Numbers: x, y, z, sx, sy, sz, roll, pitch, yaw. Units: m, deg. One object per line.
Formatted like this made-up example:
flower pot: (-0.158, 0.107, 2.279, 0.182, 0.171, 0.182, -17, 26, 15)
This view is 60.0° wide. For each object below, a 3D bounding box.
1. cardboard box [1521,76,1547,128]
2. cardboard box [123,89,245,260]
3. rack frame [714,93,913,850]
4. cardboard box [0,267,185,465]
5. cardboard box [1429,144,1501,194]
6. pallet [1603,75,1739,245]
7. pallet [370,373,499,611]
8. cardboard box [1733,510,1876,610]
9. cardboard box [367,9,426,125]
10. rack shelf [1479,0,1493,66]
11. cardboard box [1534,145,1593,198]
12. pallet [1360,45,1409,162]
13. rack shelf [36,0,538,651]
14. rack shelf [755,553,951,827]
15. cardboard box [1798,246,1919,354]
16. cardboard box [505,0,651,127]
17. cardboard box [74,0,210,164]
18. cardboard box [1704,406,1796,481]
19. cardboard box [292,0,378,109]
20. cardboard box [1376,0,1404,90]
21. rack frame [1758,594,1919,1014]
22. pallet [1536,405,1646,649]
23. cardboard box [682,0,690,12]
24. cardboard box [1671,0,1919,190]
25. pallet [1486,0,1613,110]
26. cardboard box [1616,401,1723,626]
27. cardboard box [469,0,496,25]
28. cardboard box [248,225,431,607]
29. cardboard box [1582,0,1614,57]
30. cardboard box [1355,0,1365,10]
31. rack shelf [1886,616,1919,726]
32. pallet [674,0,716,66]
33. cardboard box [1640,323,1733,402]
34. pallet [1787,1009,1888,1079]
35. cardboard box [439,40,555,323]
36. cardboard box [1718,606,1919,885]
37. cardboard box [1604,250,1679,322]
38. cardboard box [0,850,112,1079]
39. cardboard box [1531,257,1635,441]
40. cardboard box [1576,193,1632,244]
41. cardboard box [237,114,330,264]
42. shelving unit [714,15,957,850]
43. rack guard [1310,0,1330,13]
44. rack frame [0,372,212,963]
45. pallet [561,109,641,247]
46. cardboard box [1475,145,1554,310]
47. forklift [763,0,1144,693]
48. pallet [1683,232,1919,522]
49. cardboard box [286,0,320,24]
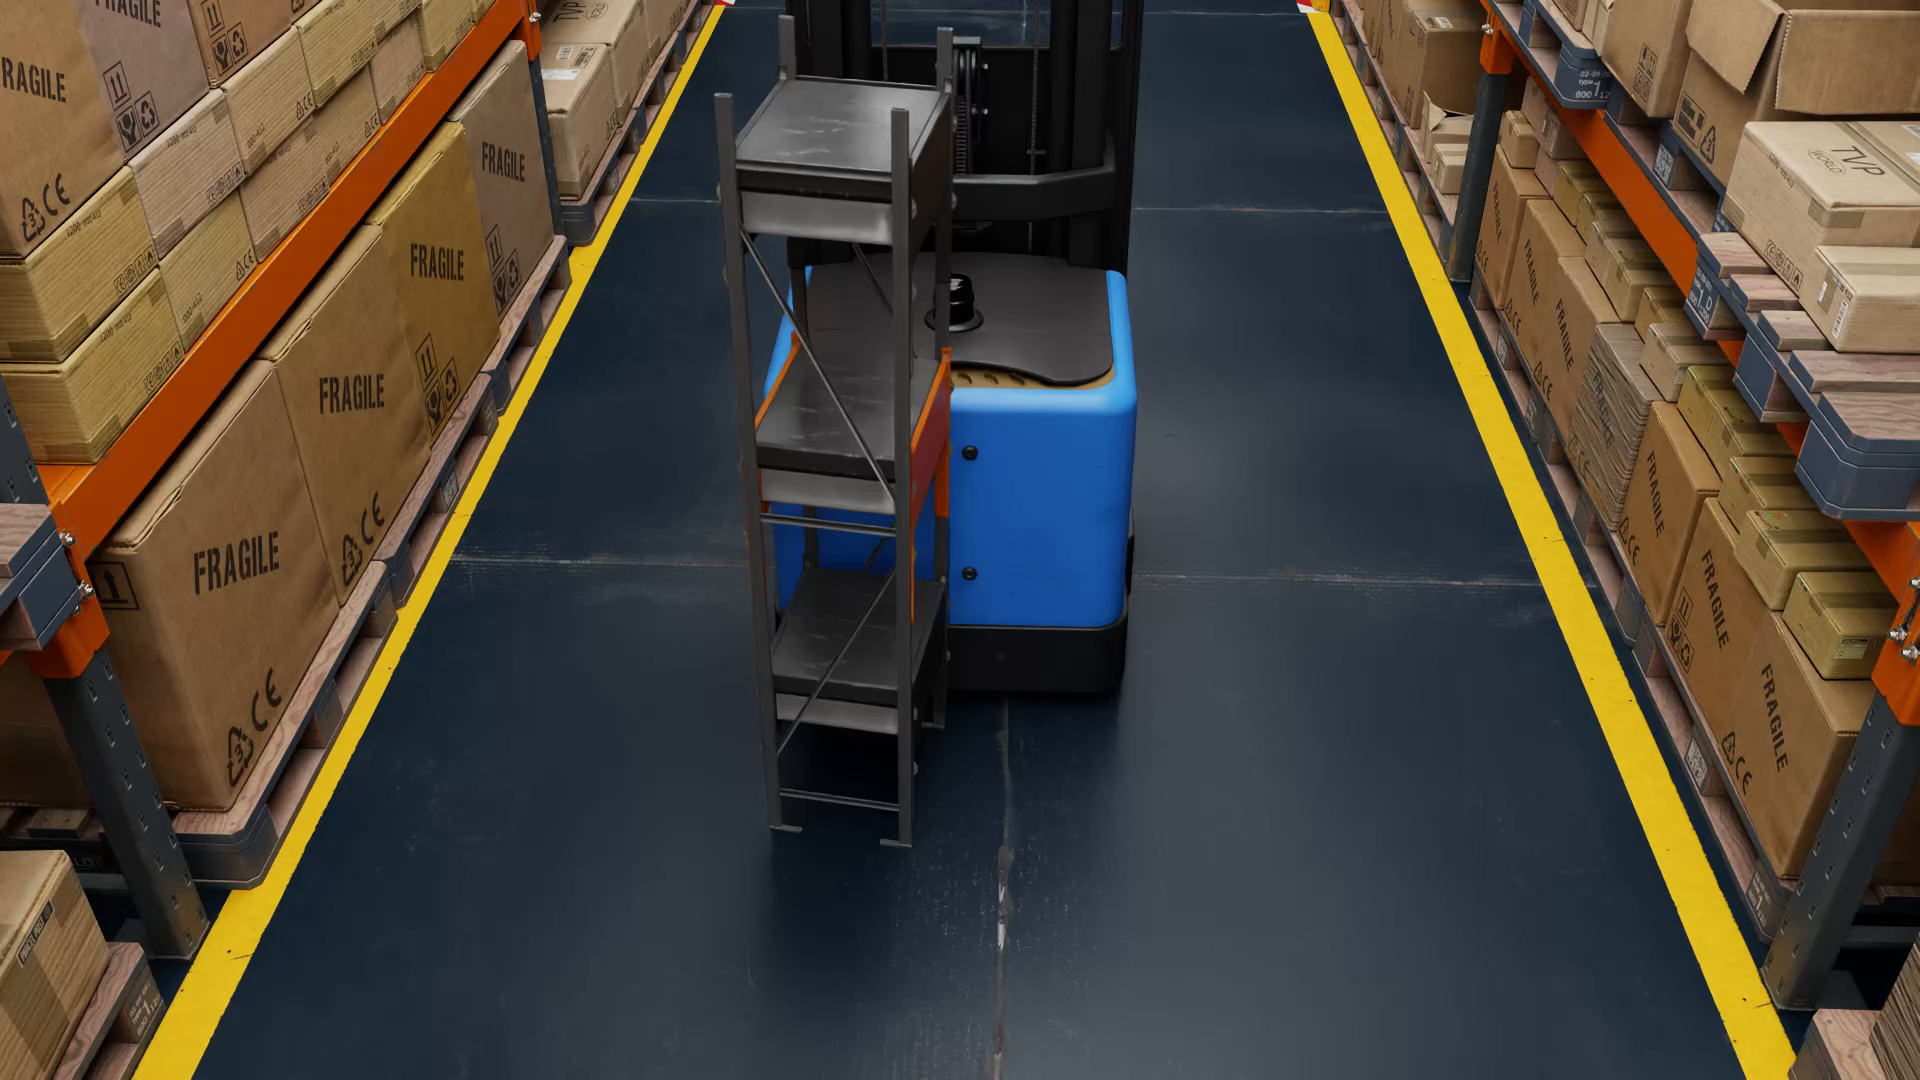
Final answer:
cardboard box: (2.453, -1.721, 6.576, 0.380, 0.149, 0.250, 1, 35, 1)
cardboard box: (-2.159, -0.926, 4.155, 0.500, 0.250, 0.500, 2, 35, 3)
rack frame: (-0.314, -0.031, 3.962, 0.400, 2.100, 0.015, 7, 36, 8)
cardboard box: (-2.177, -0.414, 3.861, 0.500, 0.250, 0.500, 1, 35, 1)
cardboard box: (2.402, -1.718, 7.701, 0.380, 0.149, 0.250, 0, 35, 0)
pallet: (2.585, -1.127, 4.912, 1.003, 0.211, 1.213, 1, 35, 2)
pallet: (-2.289, -0.210, 5.865, 1.003, 0.211, 1.213, 1, 35, 2)
cardboard box: (2.259, 0.050, 4.314, 0.380, 0.149, 0.250, 0, 35, -1)
cardboard box: (-2.114, -1.592, 5.537, 0.500, 0.250, 0.500, 0, 35, 1)
rack shelf: (2.753, -3.241, 8.378, 1.077, 0.370, 4.000, 1, 35, 2)
cardboard box: (2.458, -1.440, 6.435, 0.380, 0.149, 0.250, 0, 35, 1)
pallet: (2.747, -2.342, 8.900, 1.003, 0.211, 1.213, 1, 35, 2)
rack shelf: (-2.368, -1.055, 5.268, 1.077, 0.370, 4.000, 1, 35, 2)
rack shelf: (-0.280, 0.407, 4.575, 0.431, 0.518, 0.480, 7, 36, 8)
cardboard box: (2.155, -0.543, 3.768, 0.380, 0.149, 0.250, 2, 35, 3)
cardboard box: (-2.119, -2.495, 8.554, 0.875, 0.438, 0.875, 0, 35, 0)
cardboard box: (-2.174, -1.213, 3.911, 0.500, 0.500, 0.500, 1, 35, 2)
cardboard box: (2.369, -0.251, 4.742, 0.380, 0.149, 0.250, 2, 35, 3)
cardboard box: (-2.093, -1.503, 4.976, 0.500, 0.250, 0.500, 2, 35, 3)
cardboard box: (2.520, -2.692, 8.781, 0.500, 0.500, 0.500, 2, 35, 3)
rack frame: (2.512, -0.088, 3.266, 1.000, 3.000, 0.127, 1, 35, 2)
pallet: (2.631, -0.074, 5.672, 1.003, 0.211, 1.213, 1, 35, 2)
cardboard box: (-2.053, -3.539, 10.040, 0.875, 0.438, 0.875, 0, 35, 0)
cardboard box: (2.393, -1.244, 4.457, 0.797, 0.503, 0.637, 1, 35, 1)
pallet: (2.531, -1.851, 5.942, 1.003, 0.211, 1.213, 1, 35, 2)
cardboard box: (2.363, -0.073, 5.054, 0.500, 0.500, 0.500, 3, 35, 4)
cardboard box: (-2.053, -2.174, 6.365, 0.500, 0.250, 0.500, 1, 35, 1)
cardboard box: (-2.297, -0.410, 5.208, 0.875, 0.875, 0.875, 2, 35, 2)
cardboard box: (2.233, -1.714, 5.331, 0.396, 0.266, 0.258, 3, 35, 4)
cardboard box: (2.714, -3.485, 9.907, 0.797, 0.503, 0.637, 0, 35, 0)
rack shelf: (2.432, 1.355, 1.838, 1.077, 0.370, 4.000, 1, 35, 2)
pallet: (-2.081, -3.195, 10.112, 1.003, 0.211, 1.213, 1, 35, 2)
cardboard box: (2.360, -0.553, 5.173, 0.380, 0.149, 0.250, 0, 35, 0)
pallet: (2.440, 1.525, 3.397, 1.003, 0.211, 1.213, 1, 35, 2)
cardboard box: (-2.232, -1.443, 6.677, 0.875, 0.875, 0.875, 2, 35, 3)
cardboard box: (2.314, 0.515, 4.217, 0.500, 0.500, 0.500, 2, 35, 3)
cardboard box: (2.402, -0.849, 5.594, 0.380, 0.149, 0.250, 3, 35, 4)
cardboard box: (-2.481, 1.027, 3.600, 0.950, 0.372, 0.625, -1, 35, -1)
cardboard box: (2.392, -0.670, 5.903, 0.500, 0.500, 0.500, 0, 35, 0)
cardboard box: (2.462, -1.134, 6.000, 0.380, 0.149, 0.250, 1, 35, 1)
cardboard box: (-2.147, -1.011, 4.711, 0.500, 0.250, 0.500, 2, 35, 3)
shelving unit: (-0.271, -0.171, 4.157, 0.431, 2.100, 0.503, 7, 36, 8)
rack guard: (2.830, -3.618, 10.463, 1.175, 0.500, 0.348, 1, 35, 2)
rack frame: (-2.448, -0.200, 3.427, 1.000, 3.000, 0.127, 1, 35, 2)
pallet: (-2.179, -1.793, 8.117, 1.003, 0.211, 1.213, 1, 35, 2)
cardboard box: (2.428, -1.263, 6.746, 0.500, 0.500, 0.500, 3, 35, 4)
forklift: (0.022, -1.561, 5.422, 1.130, 2.935, 3.031, 1, 35, 2)
pallet: (2.469, -0.401, 3.878, 1.213, 0.211, 1.003, 1, 35, 2)
cardboard box: (-2.114, -1.800, 4.746, 0.500, 0.500, 0.500, 2, 35, 3)
